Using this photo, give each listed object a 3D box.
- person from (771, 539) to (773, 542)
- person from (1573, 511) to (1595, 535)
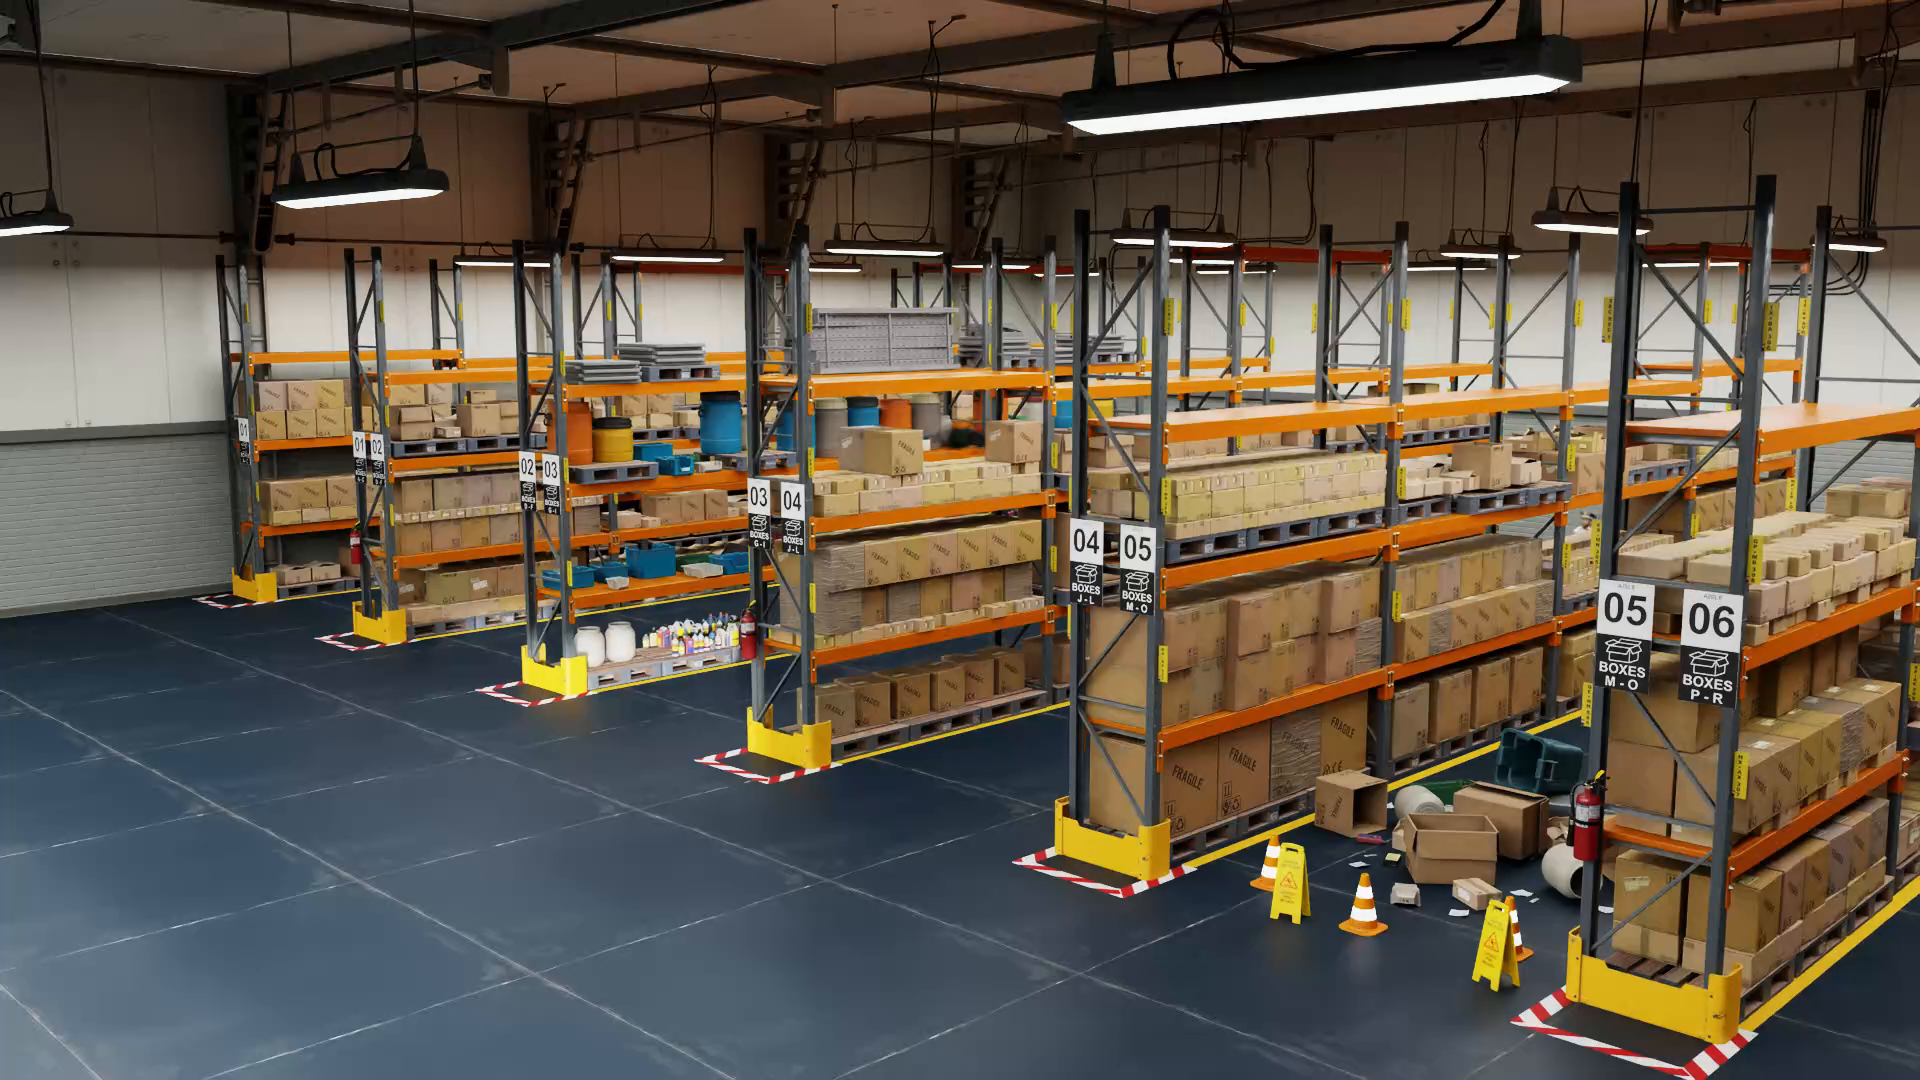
[{"bbox_3d":[-4.029,-0.440,33.498,0.856,1.837,0.609,-7,10,-39],"label":"person"},{"bbox_3d":[10.526,0.359,28.106,0.567,1.713,0.695,6,10,36],"label":"person"}]
